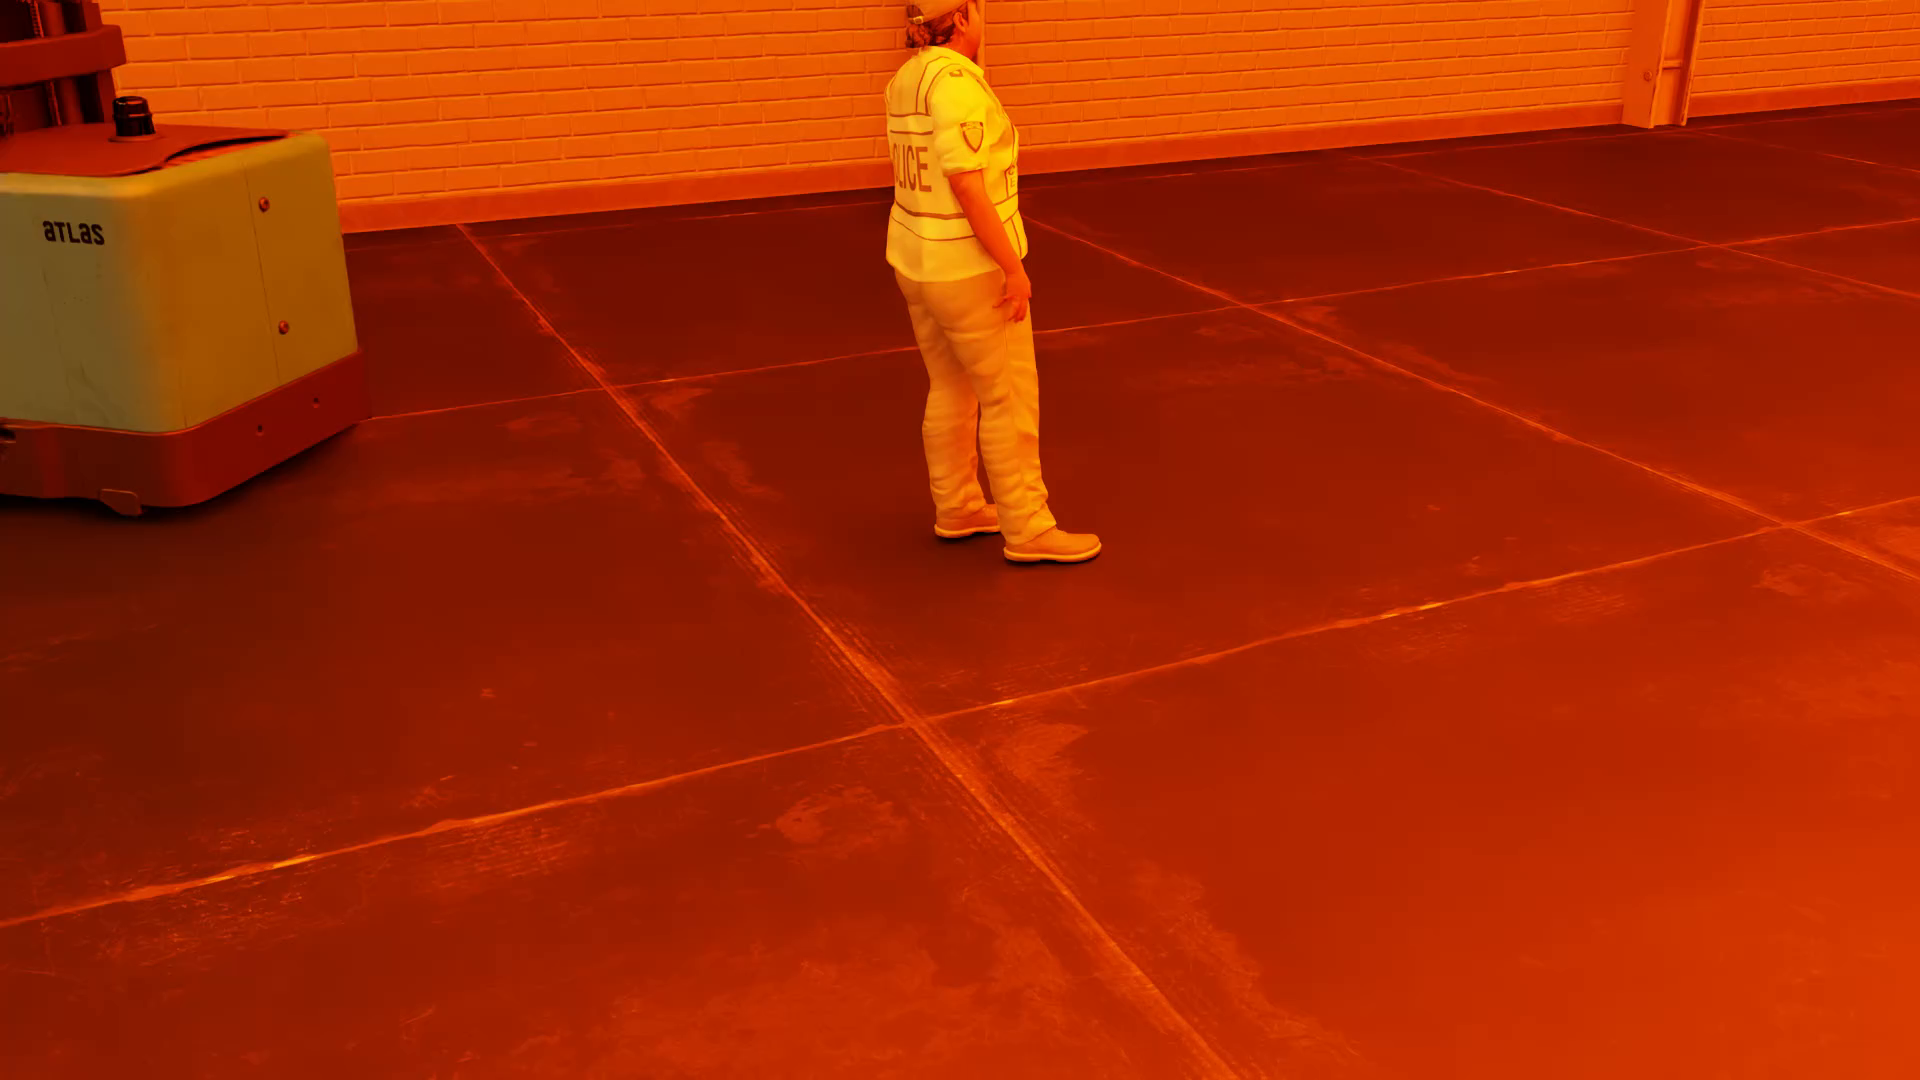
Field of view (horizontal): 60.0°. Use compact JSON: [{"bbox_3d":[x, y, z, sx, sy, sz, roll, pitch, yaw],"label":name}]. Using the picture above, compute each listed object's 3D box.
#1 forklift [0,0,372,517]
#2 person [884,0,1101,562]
[{"bbox_3d":[-3.703,-1.726,5.442,3.031,2.935,1.130,6,23,14],"label":"forklift"},{"bbox_3d":[0.079,-0.780,4.795,0.529,1.670,0.598,-10,25,-23],"label":"person"}]
